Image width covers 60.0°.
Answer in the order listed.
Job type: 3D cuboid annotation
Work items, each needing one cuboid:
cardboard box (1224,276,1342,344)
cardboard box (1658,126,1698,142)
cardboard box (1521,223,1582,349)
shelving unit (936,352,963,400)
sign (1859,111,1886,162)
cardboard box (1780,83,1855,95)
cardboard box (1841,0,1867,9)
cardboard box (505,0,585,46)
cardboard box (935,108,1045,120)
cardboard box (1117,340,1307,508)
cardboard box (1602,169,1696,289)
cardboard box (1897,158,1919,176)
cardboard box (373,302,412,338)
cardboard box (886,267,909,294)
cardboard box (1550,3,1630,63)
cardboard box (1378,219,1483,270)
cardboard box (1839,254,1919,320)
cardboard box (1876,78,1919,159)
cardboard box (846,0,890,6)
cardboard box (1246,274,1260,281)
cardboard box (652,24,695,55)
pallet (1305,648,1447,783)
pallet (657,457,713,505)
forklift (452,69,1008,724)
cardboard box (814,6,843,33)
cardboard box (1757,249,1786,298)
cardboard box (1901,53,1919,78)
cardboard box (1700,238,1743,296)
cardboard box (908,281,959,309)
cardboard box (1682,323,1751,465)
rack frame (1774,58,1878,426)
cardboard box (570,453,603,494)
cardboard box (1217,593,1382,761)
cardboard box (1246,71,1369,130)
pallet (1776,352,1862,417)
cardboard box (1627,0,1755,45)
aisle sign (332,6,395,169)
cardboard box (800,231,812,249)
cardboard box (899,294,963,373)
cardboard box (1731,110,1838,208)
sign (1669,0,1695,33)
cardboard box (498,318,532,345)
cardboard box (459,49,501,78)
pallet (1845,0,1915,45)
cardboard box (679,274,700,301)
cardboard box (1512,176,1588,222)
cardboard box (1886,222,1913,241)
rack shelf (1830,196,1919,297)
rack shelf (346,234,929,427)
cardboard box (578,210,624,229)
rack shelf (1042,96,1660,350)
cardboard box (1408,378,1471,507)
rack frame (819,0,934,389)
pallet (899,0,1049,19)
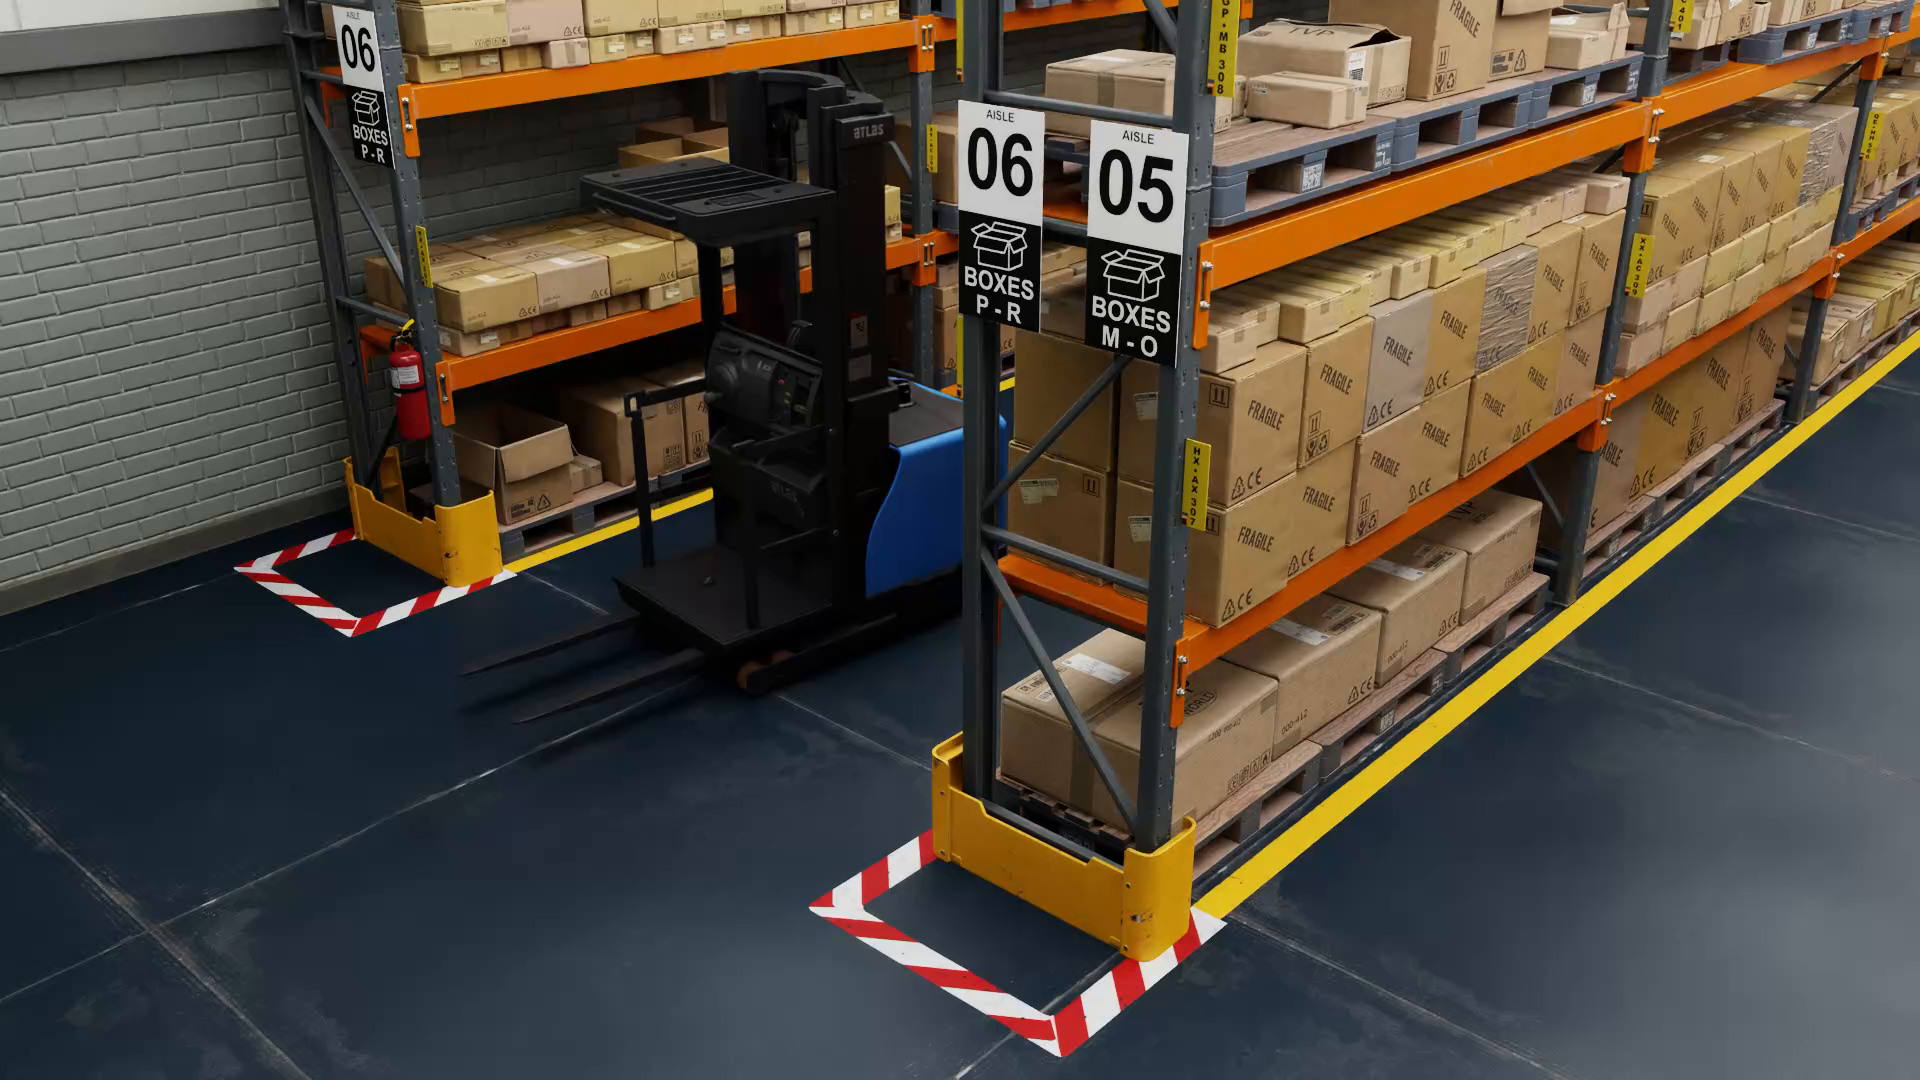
[{"bbox_3d":[1.245,-0.893,6.437,0.380,0.149,0.250,21,32,39],"label":"cardboard box"},{"bbox_3d":[4.229,-2.311,10.393,0.500,0.500,0.500,21,31,38],"label":"cardboard box"},{"bbox_3d":[2.637,-1.264,8.059,0.500,0.500,0.500,20,31,37],"label":"cardboard box"},{"bbox_3d":[0.010,-0.552,10.014,0.258,1.200,0.189,20,31,38],"label":"shelving unit"},{"bbox_3d":[6.176,-2.730,11.258,0.100,0.325,0.005,20,31,38],"label":"sign"},{"bbox_3d":[6.530,-3.254,12.843,0.500,0.500,0.500,18,30,34],"label":"cardboard box"},{"bbox_3d":[5.241,-3.605,10.322,0.700,0.500,0.500,18,30,35],"label":"cardboard box"},{"bbox_3d":[-2.454,-2.926,9.264,0.500,0.250,0.500,21,32,38],"label":"cardboard box"},{"bbox_3d":[0.227,-2.969,12.571,0.700,0.500,0.500,21,31,38],"label":"cardboard box"},{"bbox_3d":[0.954,-0.485,6.322,0.500,0.500,0.500,19,31,36],"label":"cardboard box"},{"bbox_3d":[3.599,-1.691,9.011,0.500,0.500,0.500,21,31,38],"label":"cardboard box"},{"bbox_3d":[7.231,-2.957,12.972,0.380,0.149,0.250,21,32,39],"label":"cardboard box"},{"bbox_3d":[-3.256,-1.329,9.855,0.380,0.149,0.250,20,31,37],"label":"cardboard box"},{"bbox_3d":[-0.577,-2.026,12.851,0.380,0.149,0.250,19,30,36],"label":"cardboard box"},{"bbox_3d":[2.903,-2.396,7.791,0.396,0.266,0.258,21,32,39],"label":"cardboard box"},{"bbox_3d":[2.069,-1.300,7.345,0.380,0.149,0.250,20,31,38],"label":"cardboard box"},{"bbox_3d":[7.605,-2.183,14.152,0.625,0.372,0.950,-22,32,-40],"label":"cardboard box"},{"bbox_3d":[7.265,-3.274,12.886,0.500,0.500,0.500,19,30,36],"label":"cardboard box"},{"bbox_3d":[-0.743,-3.709,11.008,0.500,0.250,0.500,20,31,38],"label":"cardboard box"},{"bbox_3d":[1.199,-1.188,7.097,0.380,0.149,0.250,20,31,37],"label":"cardboard box"},{"bbox_3d":[-1.796,-2.998,9.910,0.380,0.149,0.250,20,31,38],"label":"cardboard box"},{"bbox_3d":[1.711,0.722,8.381,1.003,0.211,1.213,20,31,38],"label":"pallet"},{"bbox_3d":[-1.881,-0.633,11.404,1.003,0.211,1.213,20,31,38],"label":"pallet"},{"bbox_3d":[-1.168,-0.787,8.423,3.031,2.935,1.130,-20,31,-37],"label":"forklift"},{"bbox_3d":[-0.979,-3.399,10.805,0.380,0.149,0.250,21,32,39],"label":"cardboard box"},{"bbox_3d":[4.939,-1.750,10.670,0.500,0.250,0.500,20,31,37],"label":"cardboard box"},{"bbox_3d":[7.675,-3.734,13.120,0.380,0.149,0.250,19,30,35],"label":"cardboard box"},{"bbox_3d":[4.278,-1.664,9.866,0.500,0.250,0.500,21,31,38],"label":"cardboard box"},{"bbox_3d":[-0.170,-1.872,12.507,0.380,0.149,0.250,22,32,40],"label":"cardboard box"},{"bbox_3d":[4.639,-1.116,11.157,0.875,0.875,0.875,21,31,38],"label":"cardboard box"},{"bbox_3d":[5.761,-2.352,11.830,1.000,3.000,0.127,20,31,38],"label":"rack frame"},{"bbox_3d":[-2.486,-0.439,10.535,0.380,0.149,0.250,19,30,36],"label":"cardboard box"},{"bbox_3d":[1.392,0.553,7.969,0.875,0.438,0.875,21,32,39],"label":"cardboard box"},{"bbox_3d":[1.319,-1.675,6.325,0.380,0.149,0.250,22,32,39],"label":"cardboard box"},{"bbox_3d":[6.283,-1.318,12.931,1.003,0.211,1.213,20,31,38],"label":"pallet"},{"bbox_3d":[3.895,-2.929,8.815,0.500,0.500,0.500,19,31,37],"label":"cardboard box"},{"bbox_3d":[-3.104,-2.355,8.658,0.394,0.787,0.004,20,31,38],"label":"aisle sign"},{"bbox_3d":[-1.090,-2.177,11.258,0.500,0.250,0.500,20,31,38],"label":"cardboard box"},{"bbox_3d":[-0.118,-1.625,12.750,0.500,0.500,0.500,22,32,40],"label":"cardboard box"},{"bbox_3d":[5.274,-2.467,10.741,0.500,0.500,0.500,21,31,38],"label":"cardboard box"},{"bbox_3d":[3.505,-2.623,8.040,0.100,0.325,0.005,20,31,38],"label":"sign"},{"bbox_3d":[-2.719,-1.270,9.723,0.380,0.149,0.250,21,32,39],"label":"cardboard box"},{"bbox_3d":[-2.736,-2.644,9.121,0.380,0.149,0.250,21,31,38],"label":"cardboard box"},{"bbox_3d":[5.370,-3.424,10.786,1.213,0.211,1.003,22,32,40],"label":"pallet"},{"bbox_3d":[-1.797,-1.645,10.559,0.380,0.149,0.250,21,32,39],"label":"cardboard box"},{"bbox_3d":[2.866,-1.700,8.238,0.380,0.149,0.250,21,32,39],"label":"cardboard box"},{"bbox_3d":[8.625,-3.104,15.437,0.500,0.500,0.500,20,31,37],"label":"cardboard box"},{"bbox_3d":[7.095,-2.634,13.337,1.077,0.370,4.000,20,31,38],"label":"rack shelf"},{"bbox_3d":[-1.943,-1.550,10.921,1.077,0.370,4.000,20,31,38],"label":"rack shelf"},{"bbox_3d":[-2.140,-2.015,10.897,0.500,0.250,0.500,20,31,37],"label":"cardboard box"},{"bbox_3d":[1.756,-1.565,7.287,1.077,0.370,4.000,20,31,38],"label":"rack shelf"},{"bbox_3d":[1.947,-0.498,7.571,0.500,0.500,0.500,21,32,39],"label":"cardboard box"},{"bbox_3d":[-0.608,-2.488,12.133,1.000,3.000,0.127,20,31,38],"label":"rack frame"},{"bbox_3d":[-0.120,-3.950,11.958,1.213,0.211,1.003,20,31,38],"label":"pallet"}]
